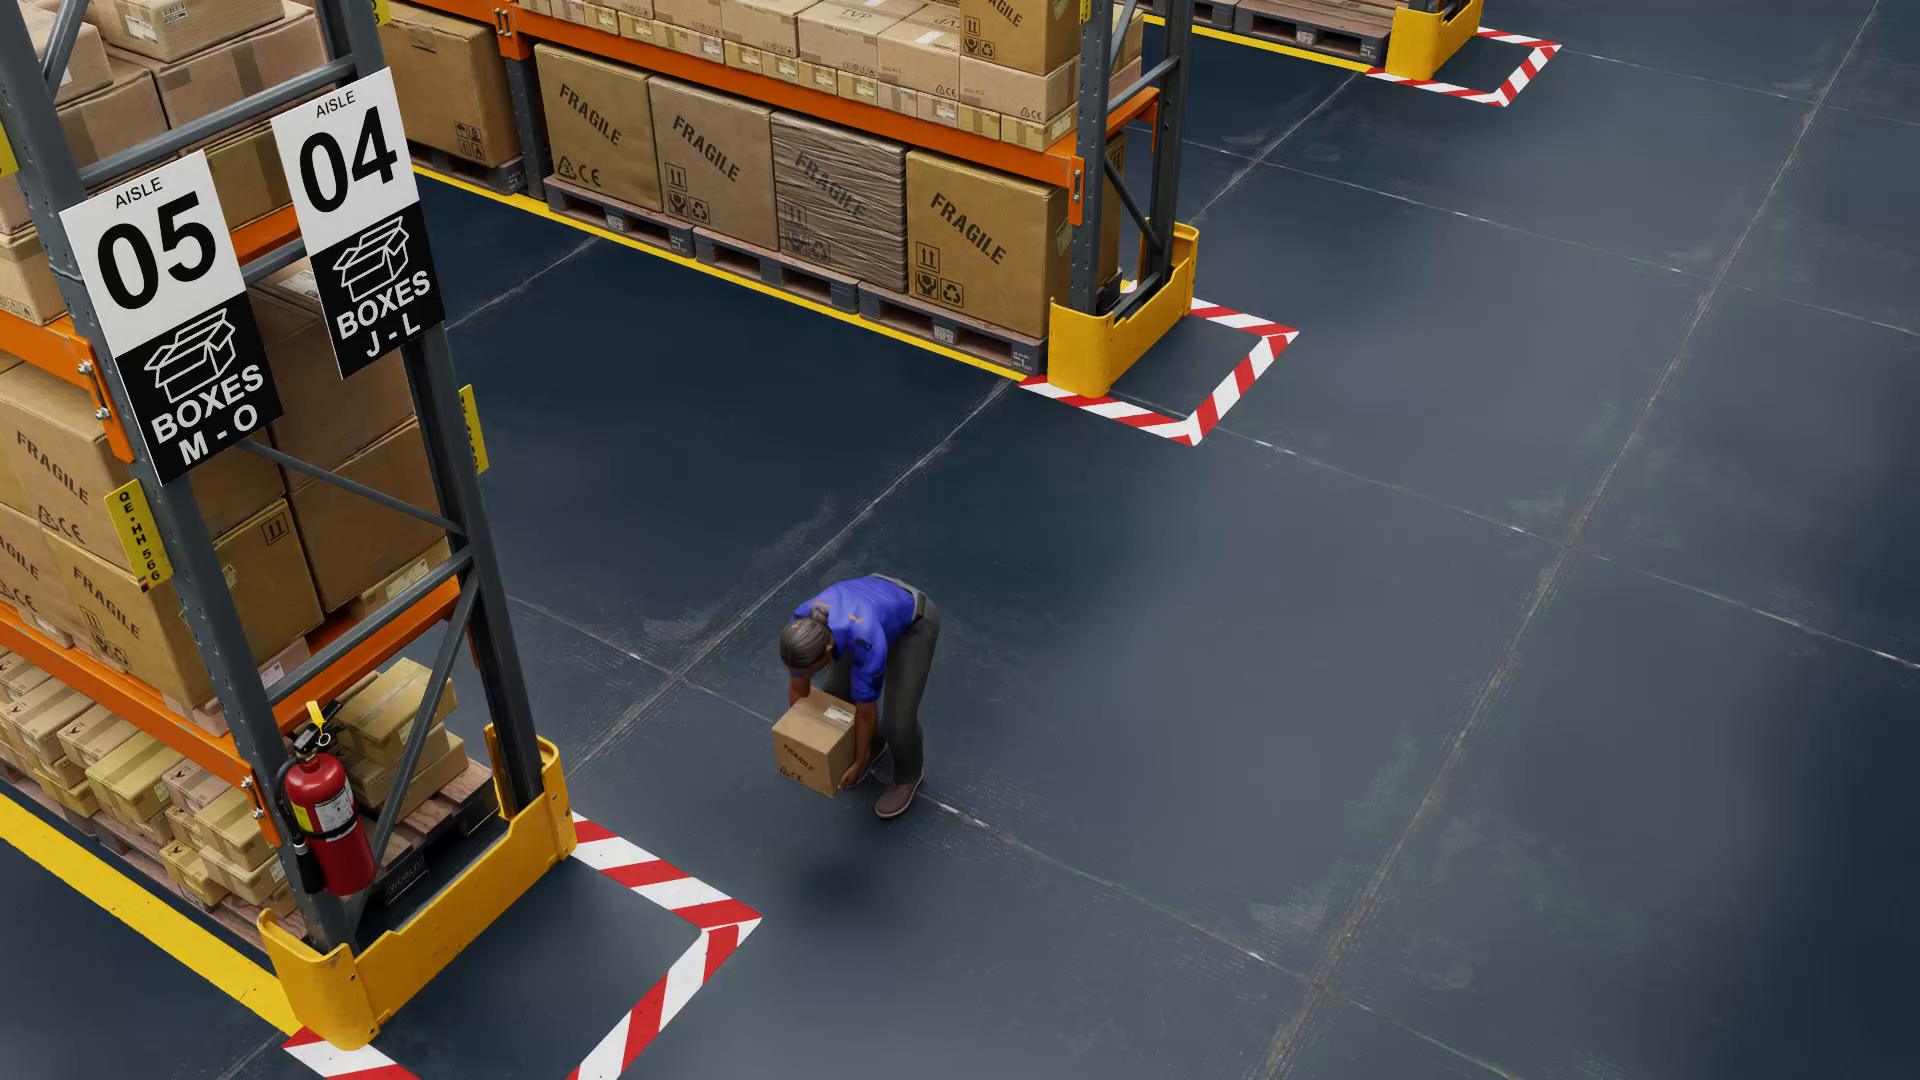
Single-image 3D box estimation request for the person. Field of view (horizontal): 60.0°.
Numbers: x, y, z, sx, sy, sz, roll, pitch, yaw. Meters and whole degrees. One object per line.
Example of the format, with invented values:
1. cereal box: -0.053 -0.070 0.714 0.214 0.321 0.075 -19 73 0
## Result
1. person: -0.394 0.591 6.299 0.425 1.221 0.824 20 43 23
